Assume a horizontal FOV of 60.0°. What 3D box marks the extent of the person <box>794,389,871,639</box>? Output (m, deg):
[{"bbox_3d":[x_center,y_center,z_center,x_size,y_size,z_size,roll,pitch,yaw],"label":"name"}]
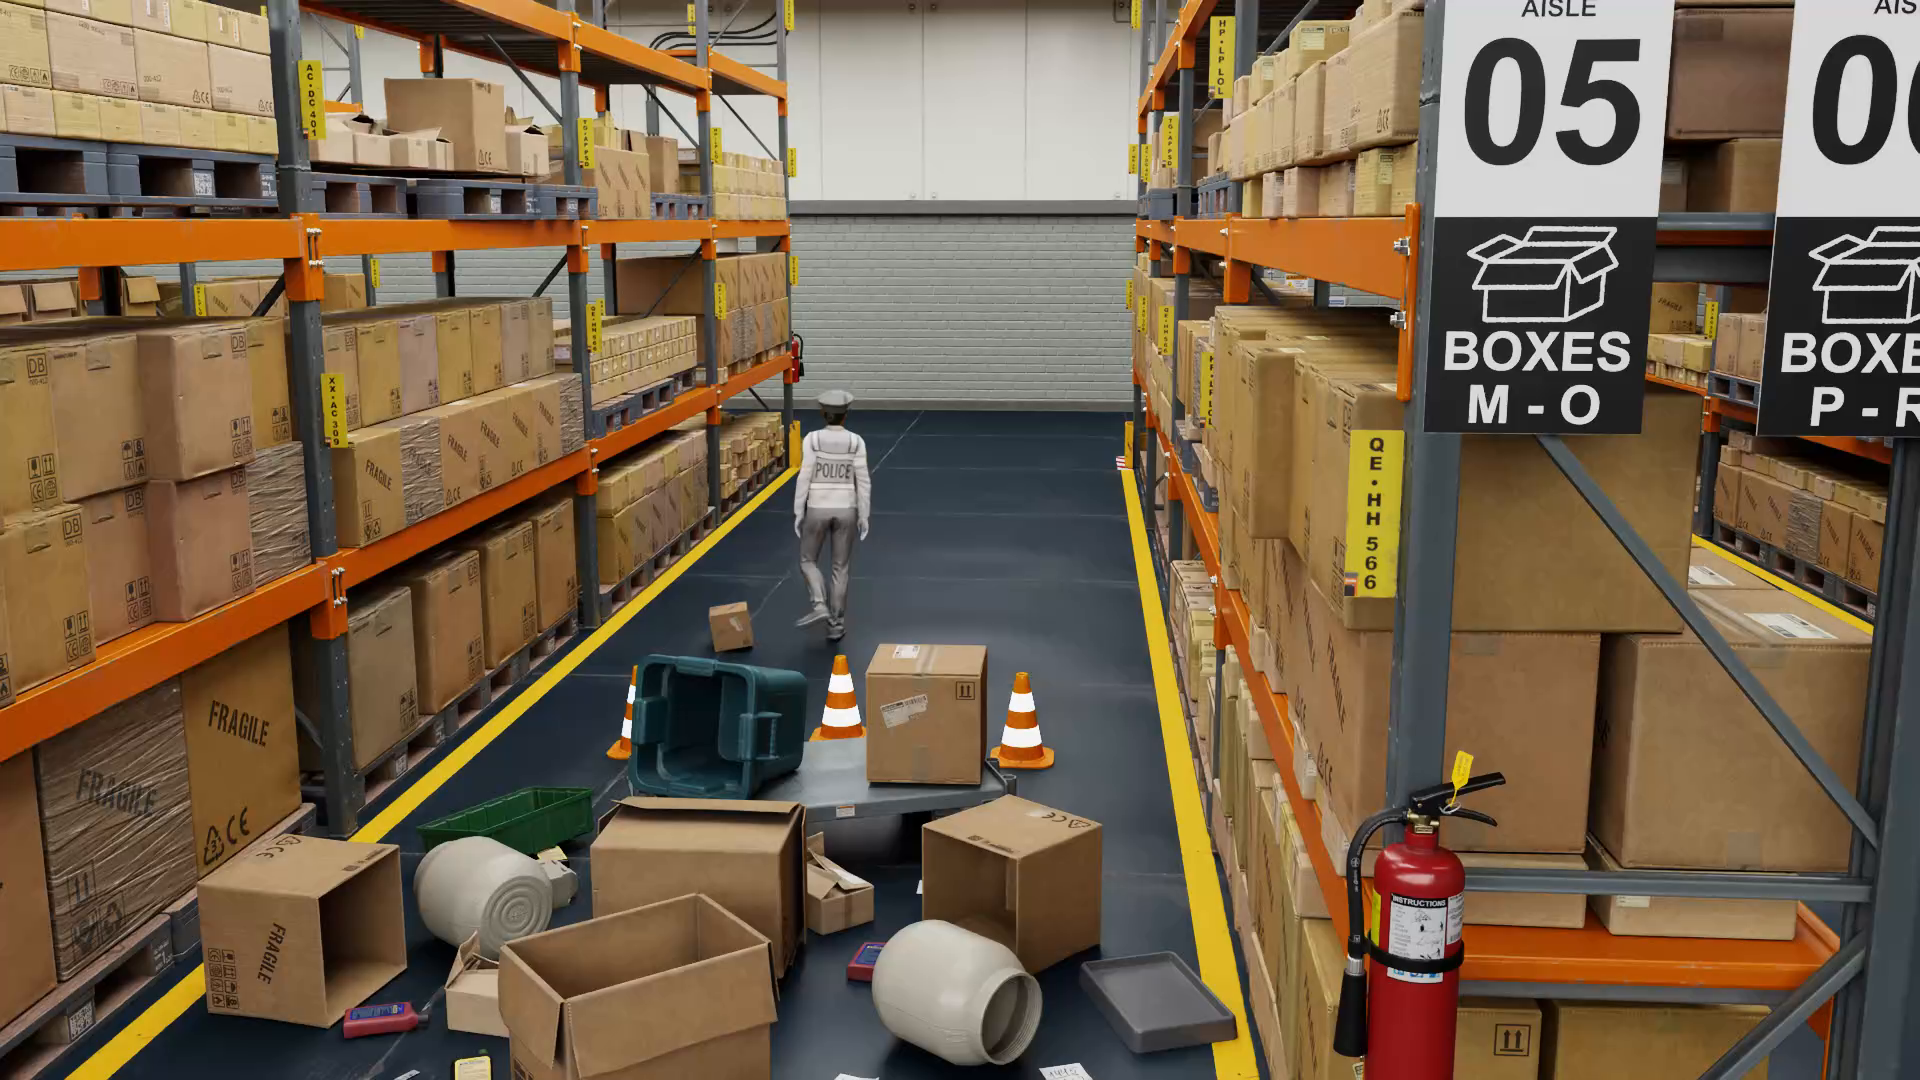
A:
[{"bbox_3d":[-0.859,-0.154,11.176,0.535,1.674,0.493,-2,11,-9],"label":"person"}]
